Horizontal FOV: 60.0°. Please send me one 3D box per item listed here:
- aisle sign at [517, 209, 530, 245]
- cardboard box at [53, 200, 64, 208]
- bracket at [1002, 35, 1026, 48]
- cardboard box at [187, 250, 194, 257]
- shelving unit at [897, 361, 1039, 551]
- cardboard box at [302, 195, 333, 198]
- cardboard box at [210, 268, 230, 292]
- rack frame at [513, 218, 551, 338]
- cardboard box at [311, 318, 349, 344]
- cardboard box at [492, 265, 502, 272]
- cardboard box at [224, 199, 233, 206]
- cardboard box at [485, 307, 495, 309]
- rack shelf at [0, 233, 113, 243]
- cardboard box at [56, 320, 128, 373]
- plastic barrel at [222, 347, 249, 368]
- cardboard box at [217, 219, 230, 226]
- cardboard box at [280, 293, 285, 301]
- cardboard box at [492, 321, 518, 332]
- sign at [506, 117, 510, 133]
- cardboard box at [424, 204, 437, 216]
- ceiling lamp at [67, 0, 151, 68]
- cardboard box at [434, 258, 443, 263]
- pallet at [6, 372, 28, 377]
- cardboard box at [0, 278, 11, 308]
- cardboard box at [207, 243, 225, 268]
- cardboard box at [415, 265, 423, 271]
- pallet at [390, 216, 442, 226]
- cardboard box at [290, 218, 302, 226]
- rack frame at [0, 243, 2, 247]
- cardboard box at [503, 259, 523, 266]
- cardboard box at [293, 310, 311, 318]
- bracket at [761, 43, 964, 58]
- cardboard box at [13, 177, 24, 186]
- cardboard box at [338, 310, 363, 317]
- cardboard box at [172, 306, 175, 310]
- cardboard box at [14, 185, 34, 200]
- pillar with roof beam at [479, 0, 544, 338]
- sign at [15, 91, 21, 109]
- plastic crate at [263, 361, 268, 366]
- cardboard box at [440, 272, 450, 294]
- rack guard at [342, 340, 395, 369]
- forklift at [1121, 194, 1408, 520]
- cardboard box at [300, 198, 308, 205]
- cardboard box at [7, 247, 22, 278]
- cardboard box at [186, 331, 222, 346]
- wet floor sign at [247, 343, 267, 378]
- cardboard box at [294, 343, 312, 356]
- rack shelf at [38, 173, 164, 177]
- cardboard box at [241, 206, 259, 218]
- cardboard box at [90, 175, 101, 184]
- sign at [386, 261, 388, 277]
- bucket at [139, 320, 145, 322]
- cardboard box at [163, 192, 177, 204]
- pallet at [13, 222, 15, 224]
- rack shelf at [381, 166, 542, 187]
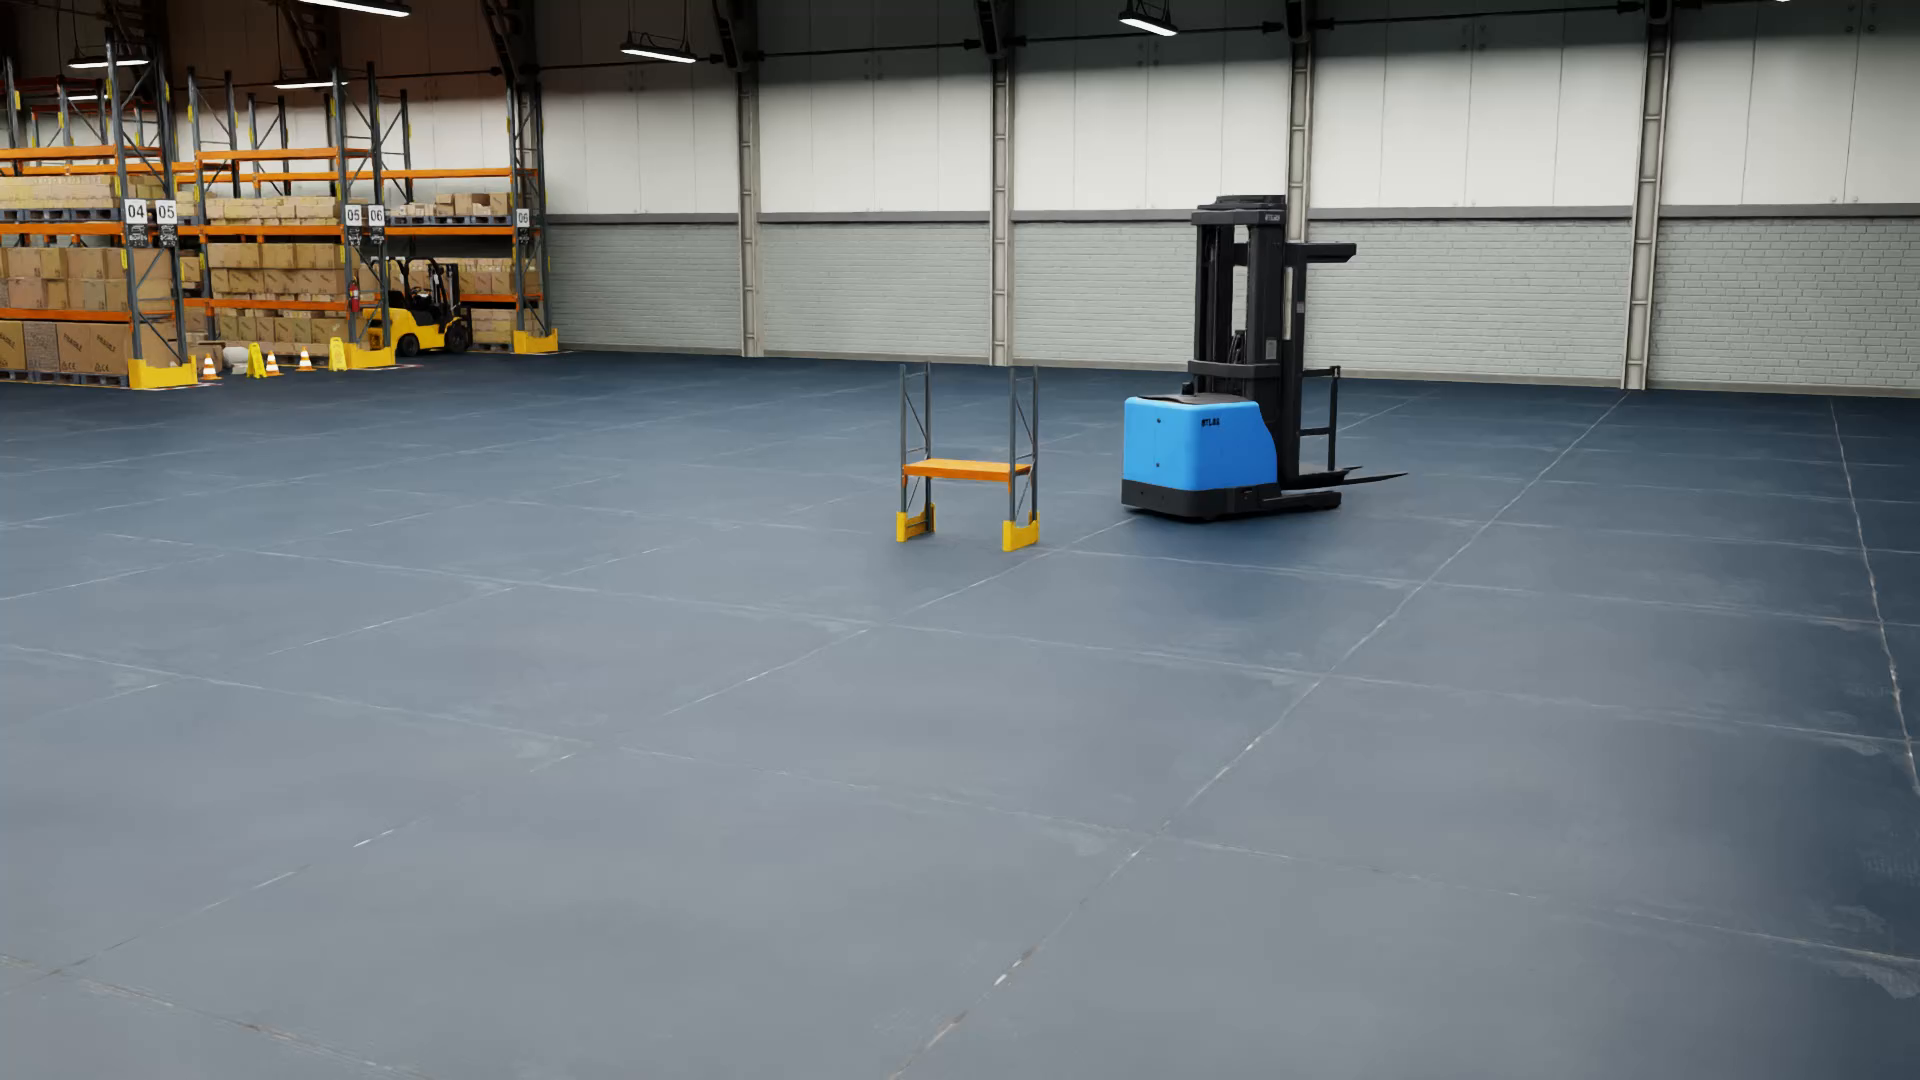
[{"bbox_3d":[-9.768,-7.004,37.208,0.004,0.787,0.394,5,11,26],"label":"aisle sign"},{"bbox_3d":[-15.576,-5.866,29.042,0.250,0.149,0.380,5,11,26],"label":"cardboard box"},{"bbox_3d":[1.054,-9.664,32.253,0.430,0.232,0.235,5,11,26],"label":"bracket"},{"bbox_3d":[-16.762,-6.183,35.856,0.250,0.149,0.380,6,12,29],"label":"cardboard box"},{"bbox_3d":[0.068,-0.732,14.063,1.083,1.500,0.587,5,11,26],"label":"shelving unit"},{"bbox_3d":[-15.416,-8.012,39.915,0.500,0.500,0.500,5,12,27],"label":"cardboard box"},{"bbox_3d":[-15.205,-5.416,34.615,0.500,0.500,0.500,5,11,26],"label":"cardboard box"},{"bbox_3d":[-9.697,-5.777,37.728,0.127,3.000,1.000,5,11,26],"label":"rack frame"},{"bbox_3d":[-12.723,-4.228,33.605,0.500,0.500,0.500,5,11,26],"label":"cardboard box"},{"bbox_3d":[-10.374,-6.143,37.650,0.250,0.149,0.380,5,12,27],"label":"cardboard box"},{"bbox_3d":[-14.860,-6.929,34.136,0.250,0.149,0.380,5,11,24],"label":"cardboard box"},{"bbox_3d":[-10.937,-5.271,38.664,0.500,0.250,0.500,5,11,25],"label":"cardboard box"},{"bbox_3d":[-20.857,-6.894,37.497,4.000,0.370,1.077,5,11,26],"label":"rack shelf"},{"bbox_3d":[-15.416,-3.458,29.704,0.875,0.875,0.875,5,11,25],"label":"cardboard box"},{"bbox_3d":[-14.412,-3.637,33.139,0.512,0.421,0.421,-4,11,-23],"label":"plastic barrel"},{"bbox_3d":[-15.097,-6.558,34.325,0.250,0.149,0.380,5,11,26],"label":"cardboard box"},{"bbox_3d":[-13.682,-4.979,34.025,0.250,0.149,0.380,5,11,26],"label":"cardboard box"},{"bbox_3d":[-10.271,-4.865,37.827,0.500,0.250,0.500,5,11,25],"label":"cardboard box"},{"bbox_3d":[-9.949,-9.142,36.631,0.005,0.325,0.100,5,11,26],"label":"sign"},{"bbox_3d":[-12.087,-7.593,38.254,0.258,0.266,0.396,5,11,24],"label":"cardboard box"},{"bbox_3d":[-16.322,-10.764,32.047,2.000,3.185,0.800,5,11,26],"label":"ceiling lamp"},{"bbox_3d":[-11.939,-6.446,38.485,0.250,0.149,0.380,5,11,26],"label":"cardboard box"},{"bbox_3d":[-18.302,-3.177,31.193,1.213,0.211,1.003,5,11,26],"label":"pallet"},{"bbox_3d":[-17.240,-4.547,30.512,0.550,0.550,0.875,5,11,26],"label":"cardboard box"},{"bbox_3d":[-15.178,-5.917,34.580,0.500,0.500,0.700,5,11,25],"label":"cardboard box"},{"bbox_3d":[-12.447,-6.326,38.659,0.250,0.149,0.380,5,12,27],"label":"cardboard box"},{"bbox_3d":[-12.507,-7.462,38.862,1.213,0.211,1.003,5,11,26],"label":"pallet"},{"bbox_3d":[-13.236,-6.403,33.471,0.250,0.149,0.380,5,11,25],"label":"cardboard box"},{"bbox_3d":[-22.651,-5.930,38.571,0.127,3.000,1.000,5,11,26],"label":"rack frame"},{"bbox_3d":[-10.111,-6.286,37.605,0.250,0.149,0.380,5,11,26],"label":"cardboard box"},{"bbox_3d":[-13.306,-4.586,33.760,0.250,0.149,0.380,5,12,27],"label":"cardboard box"},{"bbox_3d":[-2.001,-9.933,33.736,4.783,0.066,0.076,5,11,26],"label":"bracket"},{"bbox_3d":[-16.485,-6.338,29.413,0.250,0.149,0.380,5,11,26],"label":"cardboard box"},{"bbox_3d":[-14.449,-5.232,40.205,0.625,0.625,0.875,5,11,25],"label":"cardboard box"},{"bbox_3d":[-19.971,-5.938,42.637,0.250,0.149,0.380,5,11,24],"label":"cardboard box"},{"bbox_3d":[-16.356,-6.143,29.451,0.500,0.250,0.500,5,11,25],"label":"cardboard box"},{"bbox_3d":[-11.827,-8.240,34.493,0.548,9.000,9.100,5,11,26],"label":"pillar with roof beam"},{"bbox_3d":[-17.309,-8.077,30.523,0.005,0.325,0.100,5,11,26],"label":"sign"},{"bbox_3d":[-14.431,-3.608,33.940,0.583,0.080,0.402,1,10,6],"label":"plastic crate"},{"bbox_3d":[-11.631,-5.944,38.367,0.500,0.500,0.500,5,11,26],"label":"cardboard box"},{"bbox_3d":[-11.958,-3.760,33.602,0.348,0.500,1.175,5,11,26],"label":"rack guard"},{"bbox_3d":[3.044,-1.795,15.915,3.031,2.935,1.130,-7,12,-32],"label":"forklift"},{"bbox_3d":[-12.979,-6.780,33.314,0.250,0.149,0.380,5,11,26],"label":"cardboard box"},{"bbox_3d":[-16.716,-5.047,30.238,0.550,0.550,0.875,5,11,26],"label":"cardboard box"},{"bbox_3d":[-15.948,-4.254,35.510,0.625,0.372,0.950,5,11,27],"label":"cardboard box"},{"bbox_3d":[-13.087,-3.341,30.878,0.232,0.644,0.267,3,11,16],"label":"wet floor sign"},{"bbox_3d":[-13.194,-3.900,33.900,0.500,0.250,0.500,5,11,26],"label":"cardboard box"},{"bbox_3d":[-22.251,-9.477,43.353,4.000,0.370,1.077,5,11,26],"label":"rack shelf"},{"bbox_3d":[-14.293,-6.689,33.928,0.500,0.250,0.500,5,11,26],"label":"cardboard box"},{"bbox_3d":[-14.665,-6.178,28.529,0.250,0.149,0.380,5,11,26],"label":"cardboard box"},{"bbox_3d":[-11.650,-5.497,33.748,0.005,0.325,0.100,5,11,26],"label":"sign"},{"bbox_3d":[-16.434,-3.995,32.807,0.726,0.611,0.620,-10,4,-43],"label":"bucket"},{"bbox_3d":[-16.978,-7.256,35.317,0.500,0.250,0.500,5,12,27],"label":"cardboard box"},{"bbox_3d":[-21.807,-7.247,37.965,1.217,0.209,0.805,5,11,24],"label":"pallet"},{"bbox_3d":[-11.490,-8.336,38.164,4.000,0.370,1.077,5,11,26],"label":"rack shelf"}]
